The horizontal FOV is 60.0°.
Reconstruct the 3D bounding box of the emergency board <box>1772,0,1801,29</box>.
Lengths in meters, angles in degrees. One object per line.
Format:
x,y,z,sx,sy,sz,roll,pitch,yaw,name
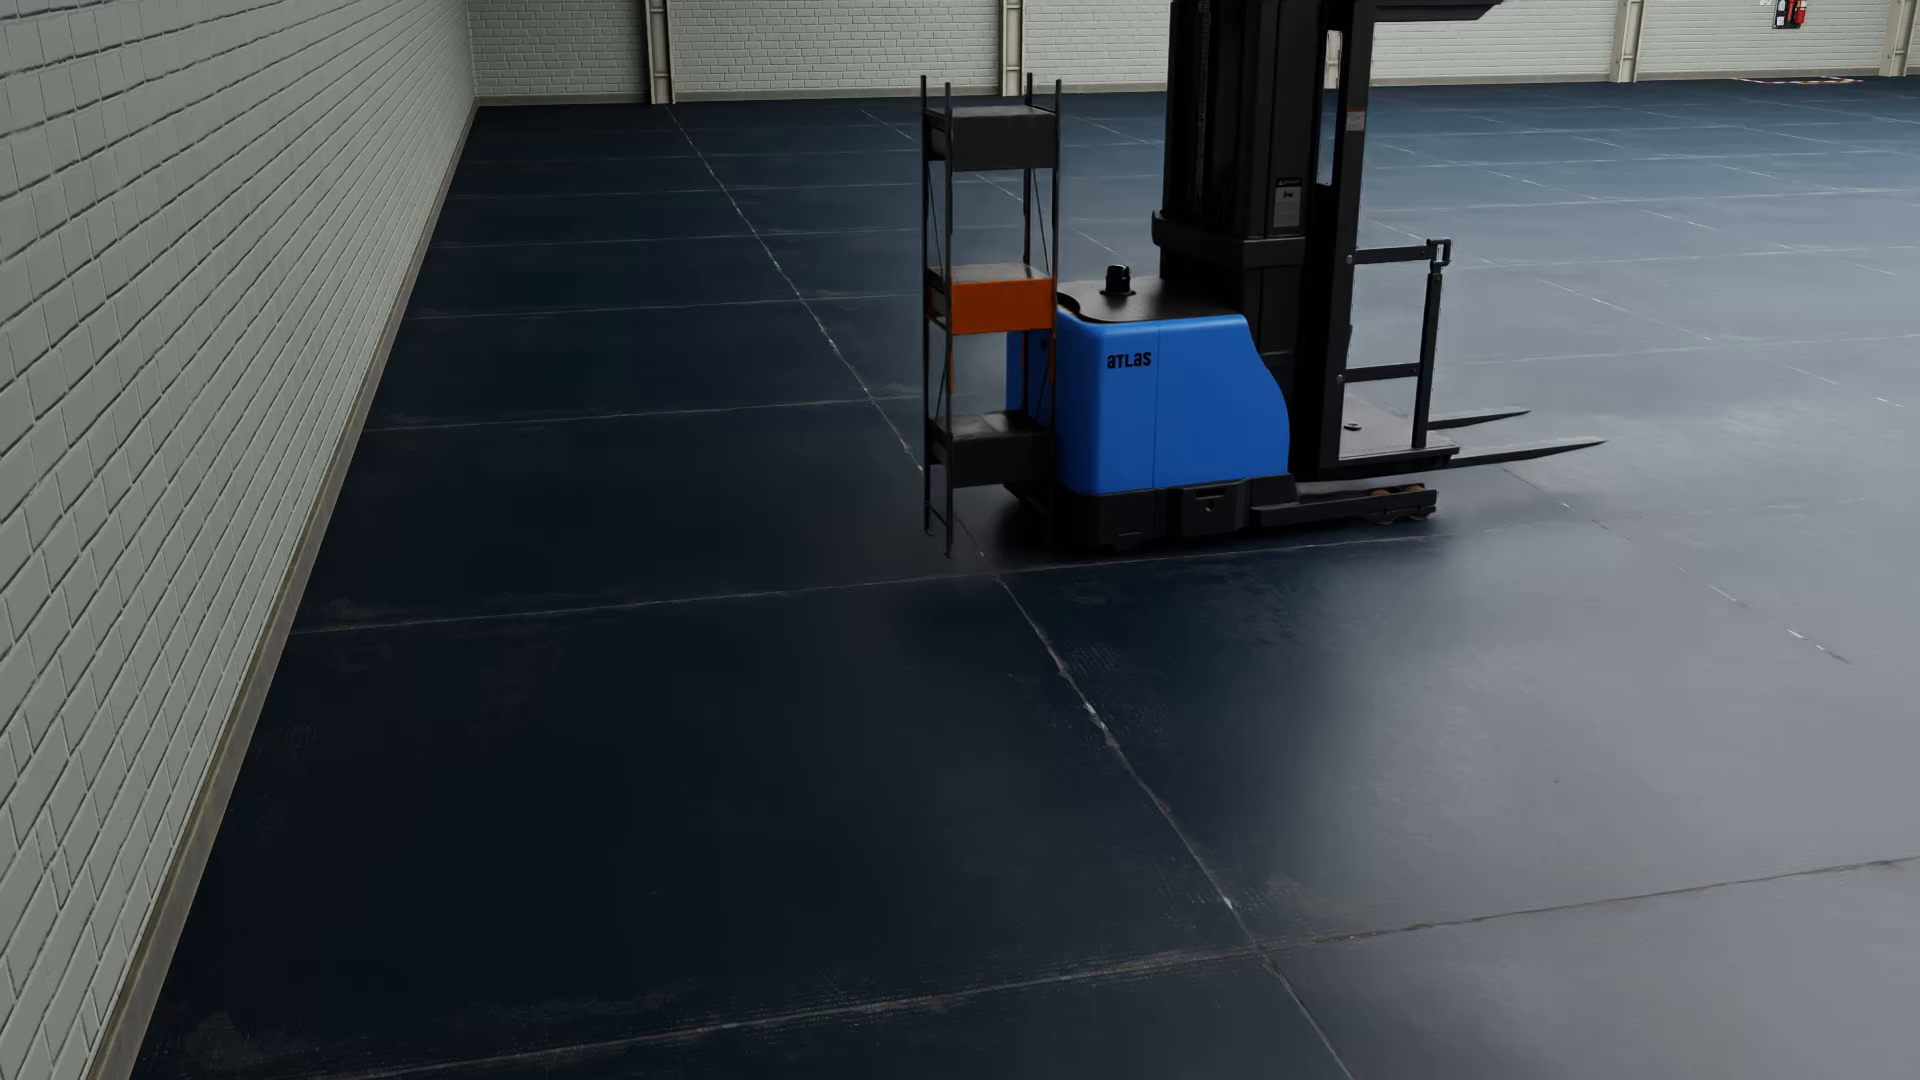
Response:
15.984,-10.409,31.870,0.626,1.169,0.157,-5,21,-12,emergency board

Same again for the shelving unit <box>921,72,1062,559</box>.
0.129,-0.991,7.467,0.503,2.100,0.431,-6,21,-16,shelving unit

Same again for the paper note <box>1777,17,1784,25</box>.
15.808,-9.999,32.031,0.142,0.148,0.016,-5,21,-12,paper note

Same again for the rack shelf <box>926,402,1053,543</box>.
0.128,-0.321,7.712,0.480,0.518,0.431,-6,21,-16,rack shelf

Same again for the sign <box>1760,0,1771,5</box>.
15.435,-10.411,31.823,0.234,0.329,0.001,-5,21,-12,sign

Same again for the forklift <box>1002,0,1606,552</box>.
1.786,-1.613,7.956,3.031,2.935,1.130,-7,21,-18,forklift

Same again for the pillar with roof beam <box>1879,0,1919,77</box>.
19.401,-11.962,27.388,0.400,9.000,9.100,-5,21,-12,pillar with roof beam

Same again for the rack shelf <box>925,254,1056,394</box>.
0.129,-0.978,7.471,0.480,0.518,0.431,-6,21,-16,rack shelf

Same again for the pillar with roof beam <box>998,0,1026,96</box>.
1.884,-10.538,23.499,0.400,9.000,9.100,-5,21,-12,pillar with roof beam

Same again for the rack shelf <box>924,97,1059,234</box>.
0.129,-1.635,7.230,0.480,0.518,0.431,-6,21,-16,rack shelf

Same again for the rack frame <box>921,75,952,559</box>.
-0.104,-0.966,7.398,0.015,2.100,0.400,-6,21,-16,rack frame

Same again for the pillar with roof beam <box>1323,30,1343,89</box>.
7.723,-11.013,24.795,0.400,9.000,9.100,-5,21,-12,pillar with roof beam

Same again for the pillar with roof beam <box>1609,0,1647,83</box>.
13.562,-11.488,26.092,0.400,9.000,9.100,-5,21,-12,pillar with roof beam

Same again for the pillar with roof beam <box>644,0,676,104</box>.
-3.955,-10.063,22.202,0.400,9.000,9.100,-5,21,-12,pillar with roof beam

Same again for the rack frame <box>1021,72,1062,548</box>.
0.361,-1.016,7.535,0.015,2.100,0.400,-6,21,-16,rack frame
